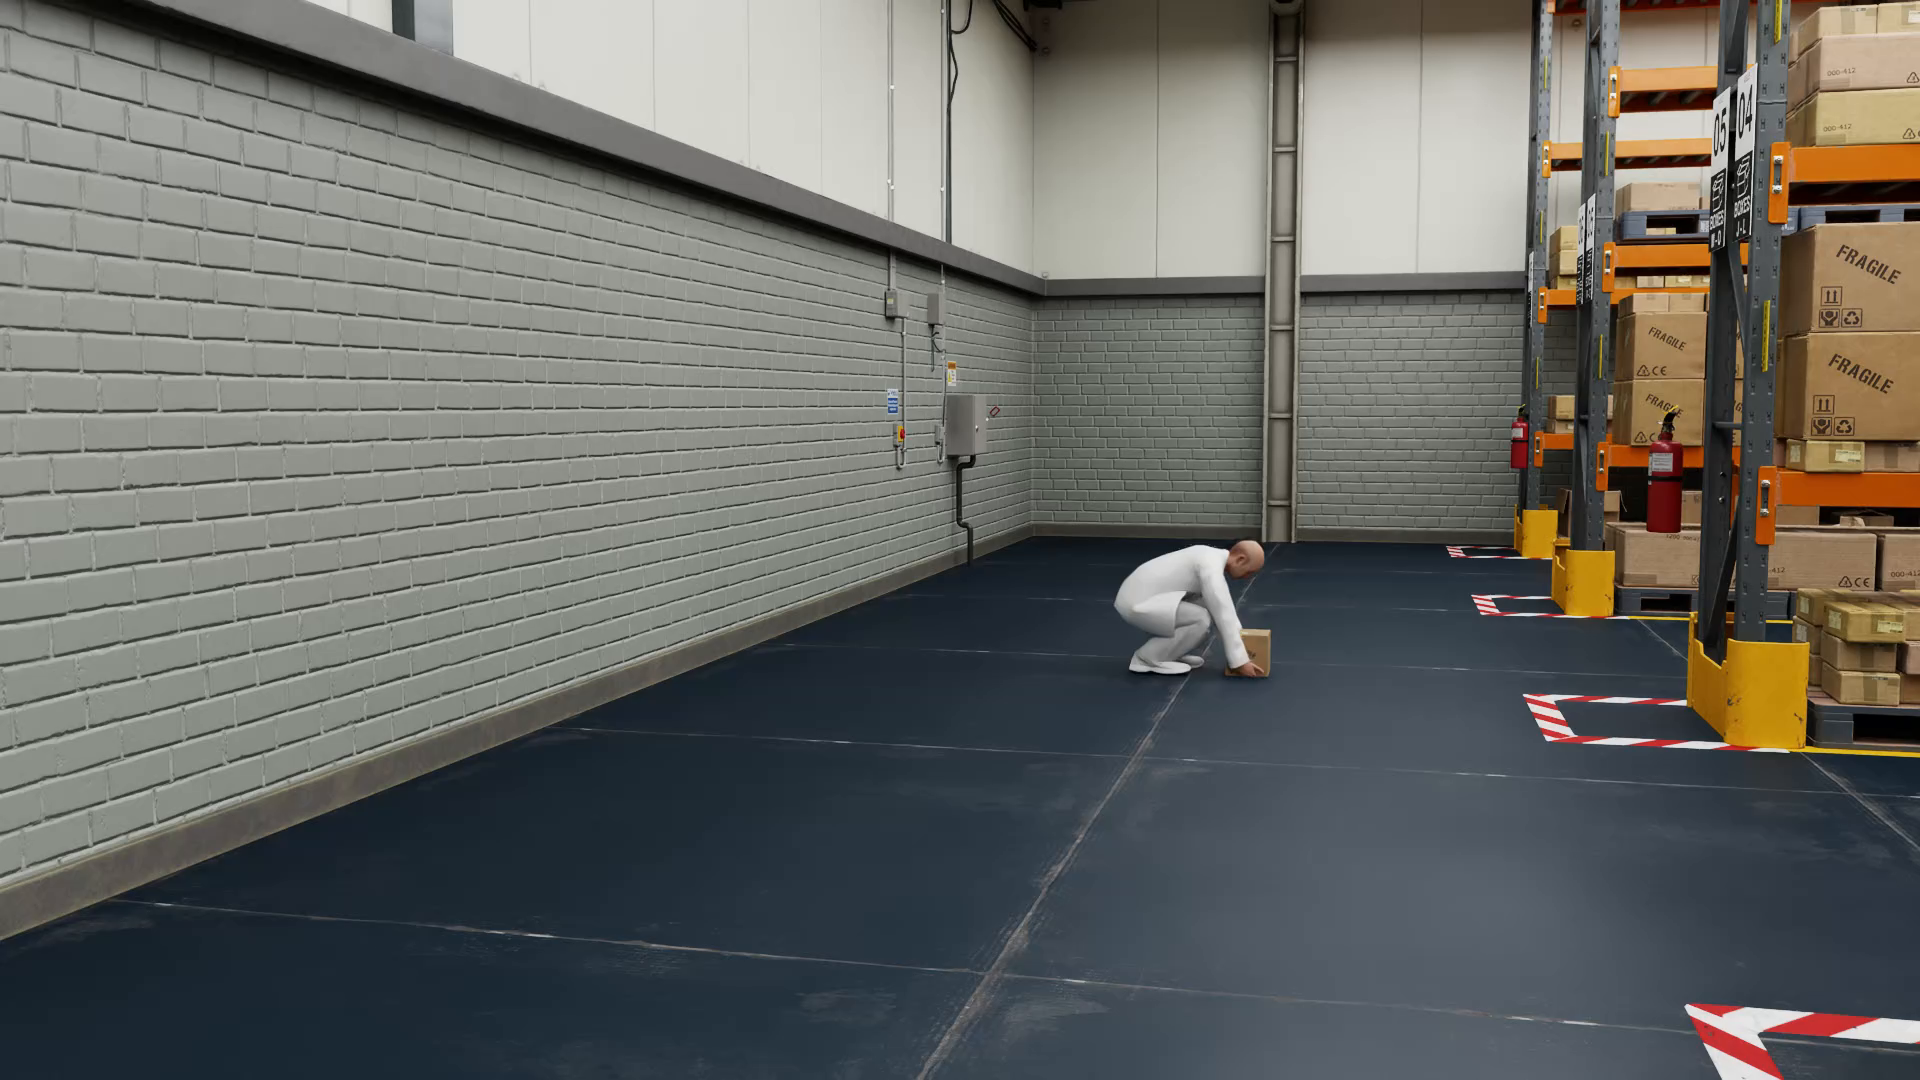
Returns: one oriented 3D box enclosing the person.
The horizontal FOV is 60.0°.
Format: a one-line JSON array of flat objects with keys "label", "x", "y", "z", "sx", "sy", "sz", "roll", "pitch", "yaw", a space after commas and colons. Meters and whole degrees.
[{"label": "person", "x": 1.389, "y": 0.401, "z": 10.063, "sx": 0.948, "sy": 0.836, "sz": 0.575, "roll": 1, "pitch": 5, "yaw": 12}]
